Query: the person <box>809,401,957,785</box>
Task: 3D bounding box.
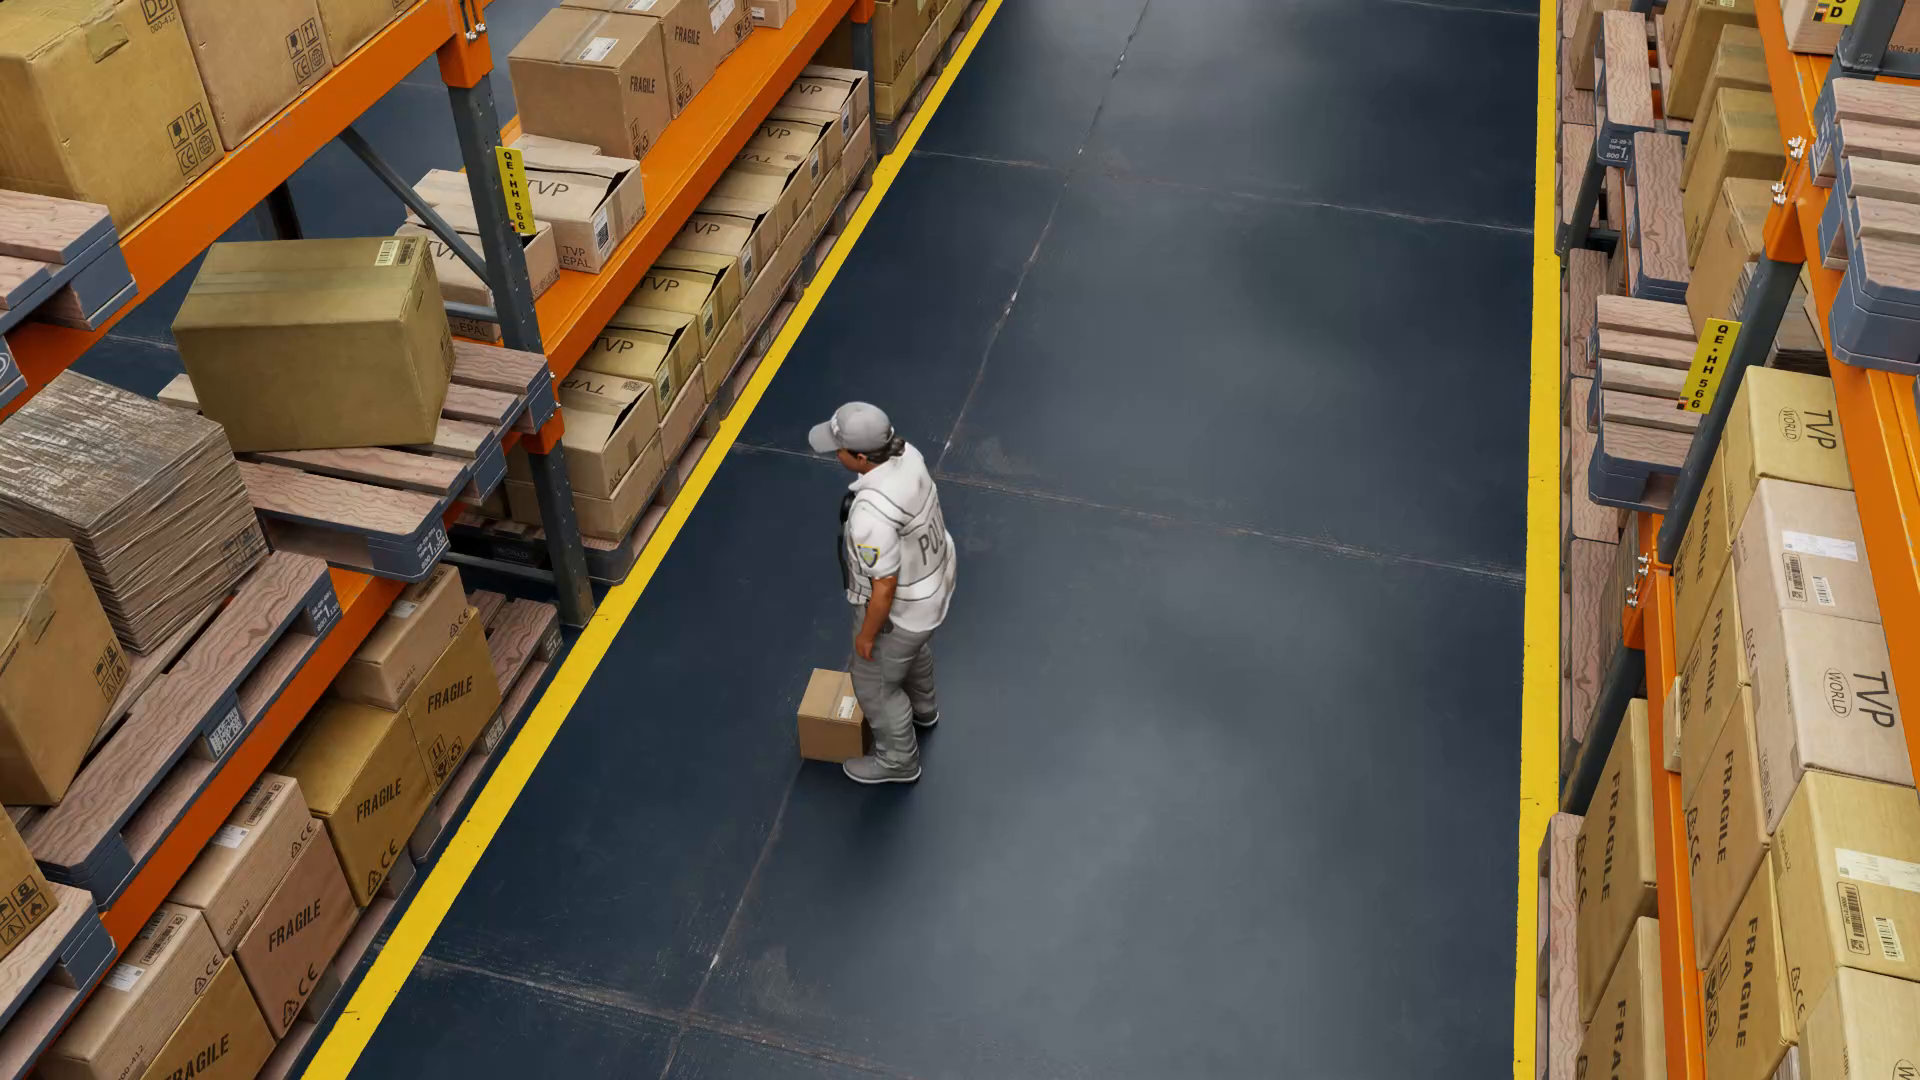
[{"bbox_3d":[-0.260,0.185,5.943,0.473,1.666,0.550,9,42,11],"label":"person"}]
